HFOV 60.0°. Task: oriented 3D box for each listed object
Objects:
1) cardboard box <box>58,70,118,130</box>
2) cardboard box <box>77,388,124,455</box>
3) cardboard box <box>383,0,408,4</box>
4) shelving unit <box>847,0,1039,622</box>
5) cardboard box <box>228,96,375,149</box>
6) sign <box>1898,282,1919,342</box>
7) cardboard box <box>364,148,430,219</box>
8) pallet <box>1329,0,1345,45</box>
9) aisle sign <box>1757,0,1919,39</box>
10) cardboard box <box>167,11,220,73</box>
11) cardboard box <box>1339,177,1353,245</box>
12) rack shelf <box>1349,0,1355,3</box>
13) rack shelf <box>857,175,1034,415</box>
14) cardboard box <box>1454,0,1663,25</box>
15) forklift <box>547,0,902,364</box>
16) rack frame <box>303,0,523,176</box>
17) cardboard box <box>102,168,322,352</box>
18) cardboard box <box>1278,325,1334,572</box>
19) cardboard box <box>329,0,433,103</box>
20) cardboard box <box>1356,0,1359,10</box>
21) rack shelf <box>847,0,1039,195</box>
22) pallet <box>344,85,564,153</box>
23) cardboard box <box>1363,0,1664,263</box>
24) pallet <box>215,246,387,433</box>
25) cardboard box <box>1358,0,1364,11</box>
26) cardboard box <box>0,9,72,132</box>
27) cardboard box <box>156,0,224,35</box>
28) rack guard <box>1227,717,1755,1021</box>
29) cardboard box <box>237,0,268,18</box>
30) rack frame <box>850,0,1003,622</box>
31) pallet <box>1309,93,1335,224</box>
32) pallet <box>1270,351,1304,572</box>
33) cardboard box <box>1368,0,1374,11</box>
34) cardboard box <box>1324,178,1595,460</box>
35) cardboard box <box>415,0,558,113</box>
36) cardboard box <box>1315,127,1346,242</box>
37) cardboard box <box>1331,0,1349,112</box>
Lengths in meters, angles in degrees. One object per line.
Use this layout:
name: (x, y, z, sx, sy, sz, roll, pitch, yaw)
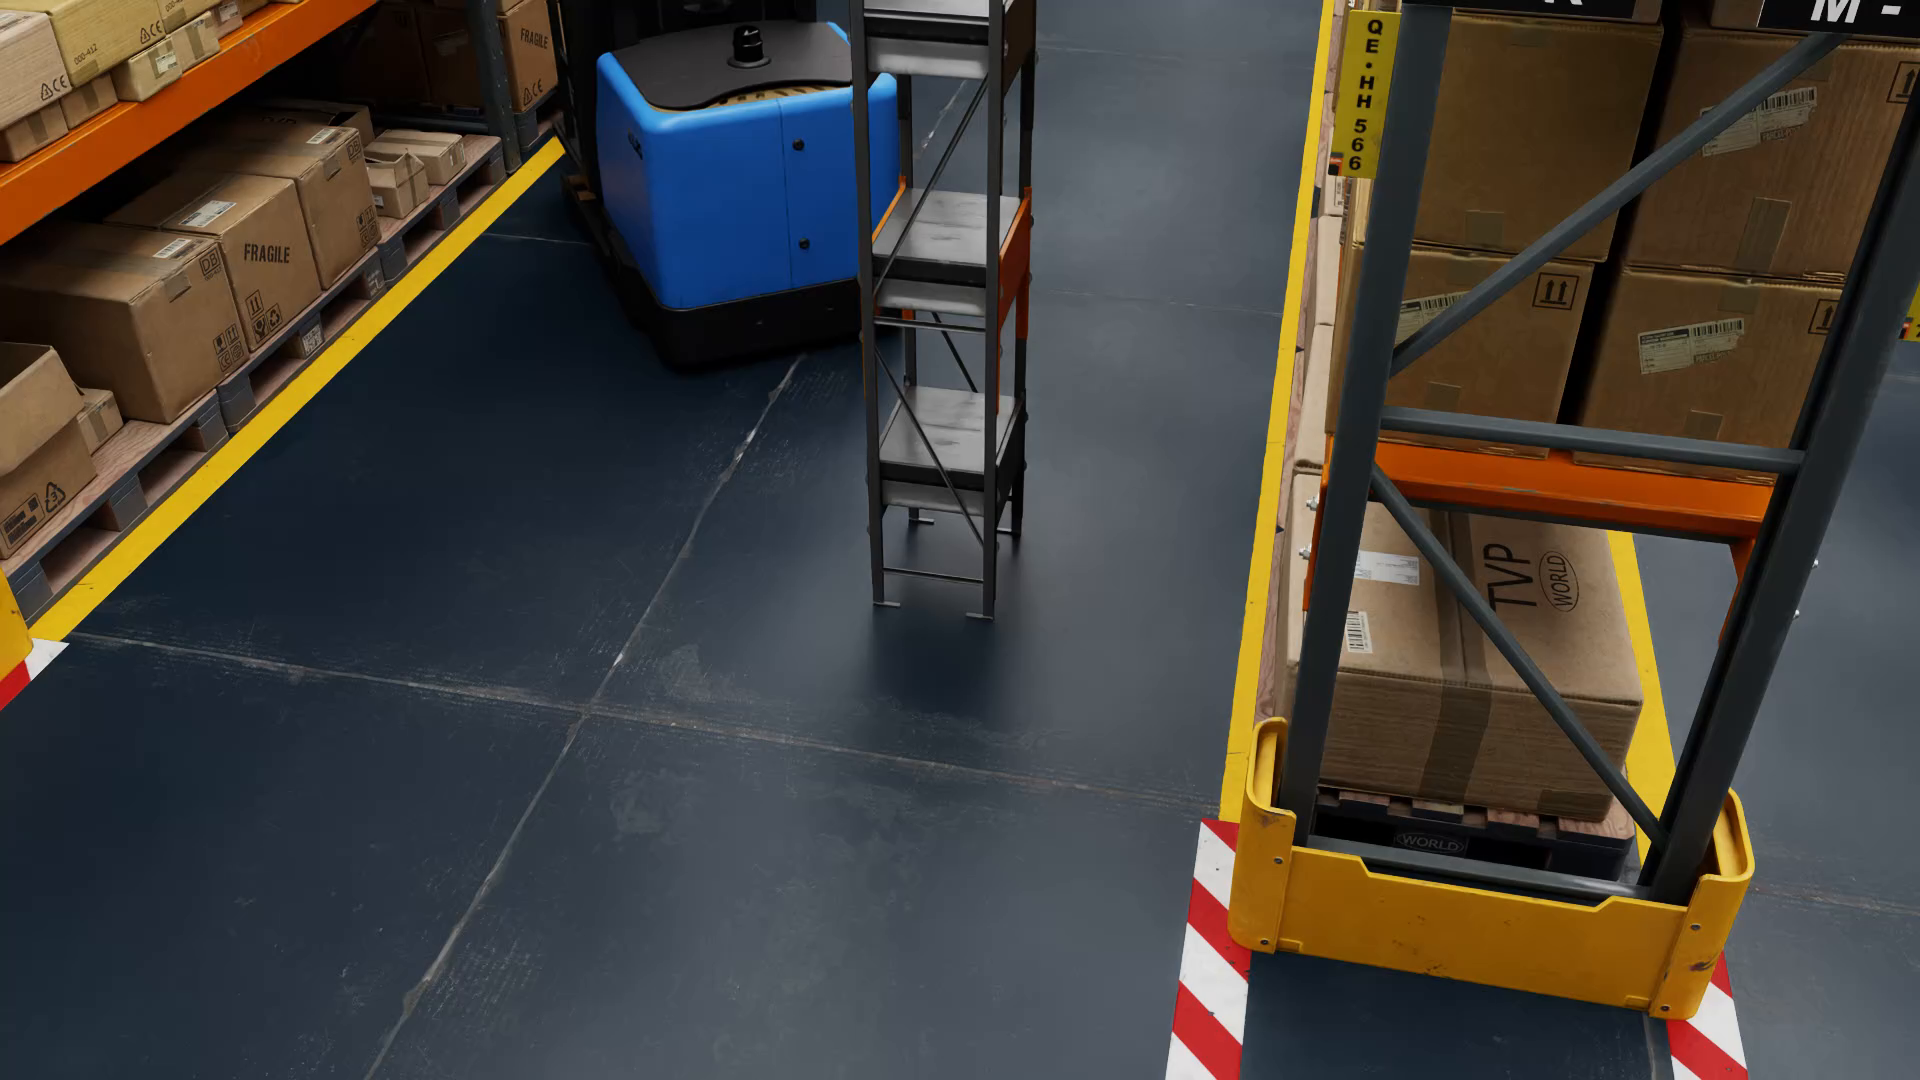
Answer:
cardboard box: (-3.016, -1.473, 5.441, 0.380, 0.149, 0.250, 8, 37, 11)
cardboard box: (-3.198, -0.417, 5.841, 0.380, 0.149, 0.250, 6, 36, 8)
cardboard box: (-2.899, -2.785, 8.256, 0.380, 0.149, 0.250, 6, 36, 8)
shelving unit: (-0.035, -0.755, 5.003, 0.431, 2.100, 0.503, 7, 37, 10)
cardboard box: (-3.068, -1.850, 7.679, 0.500, 0.311, 0.500, 9, 37, 12)
sign: (1.841, -0.514, 3.098, 0.100, 0.325, 0.005, 7, 37, 10)
cardboard box: (-2.604, -1.620, 7.400, 0.396, 0.266, 0.258, 9, 37, 12)
pallet: (2.766, -3.219, 10.011, 1.003, 0.211, 1.213, 7, 37, 10)
aisle sign: (1.568, -1.179, 2.606, 0.394, 0.787, 0.004, 7, 37, 10)
cardboard box: (-2.852, -1.762, 5.840, 0.380, 0.149, 0.250, 8, 37, 11)
cardboard box: (1.366, -1.136, 4.677, 0.500, 0.500, 0.500, 8, 37, 11)
rack shelf: (2.581, -3.353, 8.433, 1.077, 0.370, 4.000, 7, 37, 10)
rack shelf: (-0.035, -0.744, 5.011, 0.431, 0.518, 0.480, 7, 37, 10)
cardboard box: (1.181, -1.143, 3.281, 0.380, 0.149, 0.250, 8, 37, 11)
forklift: (-1.248, -2.743, 7.037, 1.130, 2.935, 3.031, -14, 38, -18)
rack frame: (-2.696, -3.117, 7.495, 1.000, 3.000, 0.127, 7, 37, 10)
cardboard box: (-2.896, -1.097, 6.479, 0.500, 0.500, 0.500, 8, 37, 11)
cardboard box: (1.530, -0.253, 5.369, 0.875, 0.438, 0.875, 8, 37, 11)
cardboard box: (-2.880, -2.594, 8.545, 0.500, 0.500, 0.500, 7, 37, 10)
cardboard box: (1.798, -2.302, 6.284, 0.500, 0.500, 0.500, 8, 37, 11)
rack shelf: (-0.035, -1.311, 4.600, 0.431, 0.518, 0.480, 7, 37, 10)
pallet: (-2.559, -2.459, 8.963, 1.003, 0.211, 1.213, 7, 37, 10)
cardboard box: (1.170, -0.956, 3.575, 0.500, 0.500, 0.500, 8, 37, 12)
pallet: (-3.102, -0.893, 6.803, 1.003, 0.211, 1.213, 7, 37, 10)
cardboard box: (1.574, -1.729, 5.495, 0.500, 0.500, 0.500, 8, 37, 10)
cardboard box: (-3.083, -1.399, 4.999, 0.500, 0.250, 0.500, 8, 37, 10)
cardboard box: (-2.889, -1.986, 5.809, 0.500, 0.250, 0.500, 6, 36, 9)
rack guard: (1.295, 0.822, 4.190, 1.175, 0.500, 0.348, 7, 37, 10)
cardboard box: (-2.858, -2.066, 6.259, 0.380, 0.149, 0.250, 8, 37, 11)
rack frame: (-0.087, -0.615, 4.810, 0.400, 2.100, 0.015, 7, 37, 10)
pallet: (2.245, -1.820, 8.081, 1.003, 0.211, 1.213, 7, 37, 10)
pallet: (1.657, -0.241, 5.902, 1.003, 0.211, 1.213, 7, 37, 10)
cardboard box: (1.362, -1.542, 4.385, 0.500, 0.500, 0.500, 7, 37, 10)
cardboard box: (1.144, -0.554, 3.874, 0.500, 0.500, 0.500, 8, 37, 10)
cardboard box: (-2.373, -2.524, 8.449, 0.500, 0.500, 0.500, 9, 37, 12)
cardboard box: (1.915, -1.283, 6.790, 0.875, 0.438, 0.875, 7, 36, 9)
cardboard box: (2.394, -2.691, 8.360, 0.875, 0.875, 0.875, 8, 37, 11)
